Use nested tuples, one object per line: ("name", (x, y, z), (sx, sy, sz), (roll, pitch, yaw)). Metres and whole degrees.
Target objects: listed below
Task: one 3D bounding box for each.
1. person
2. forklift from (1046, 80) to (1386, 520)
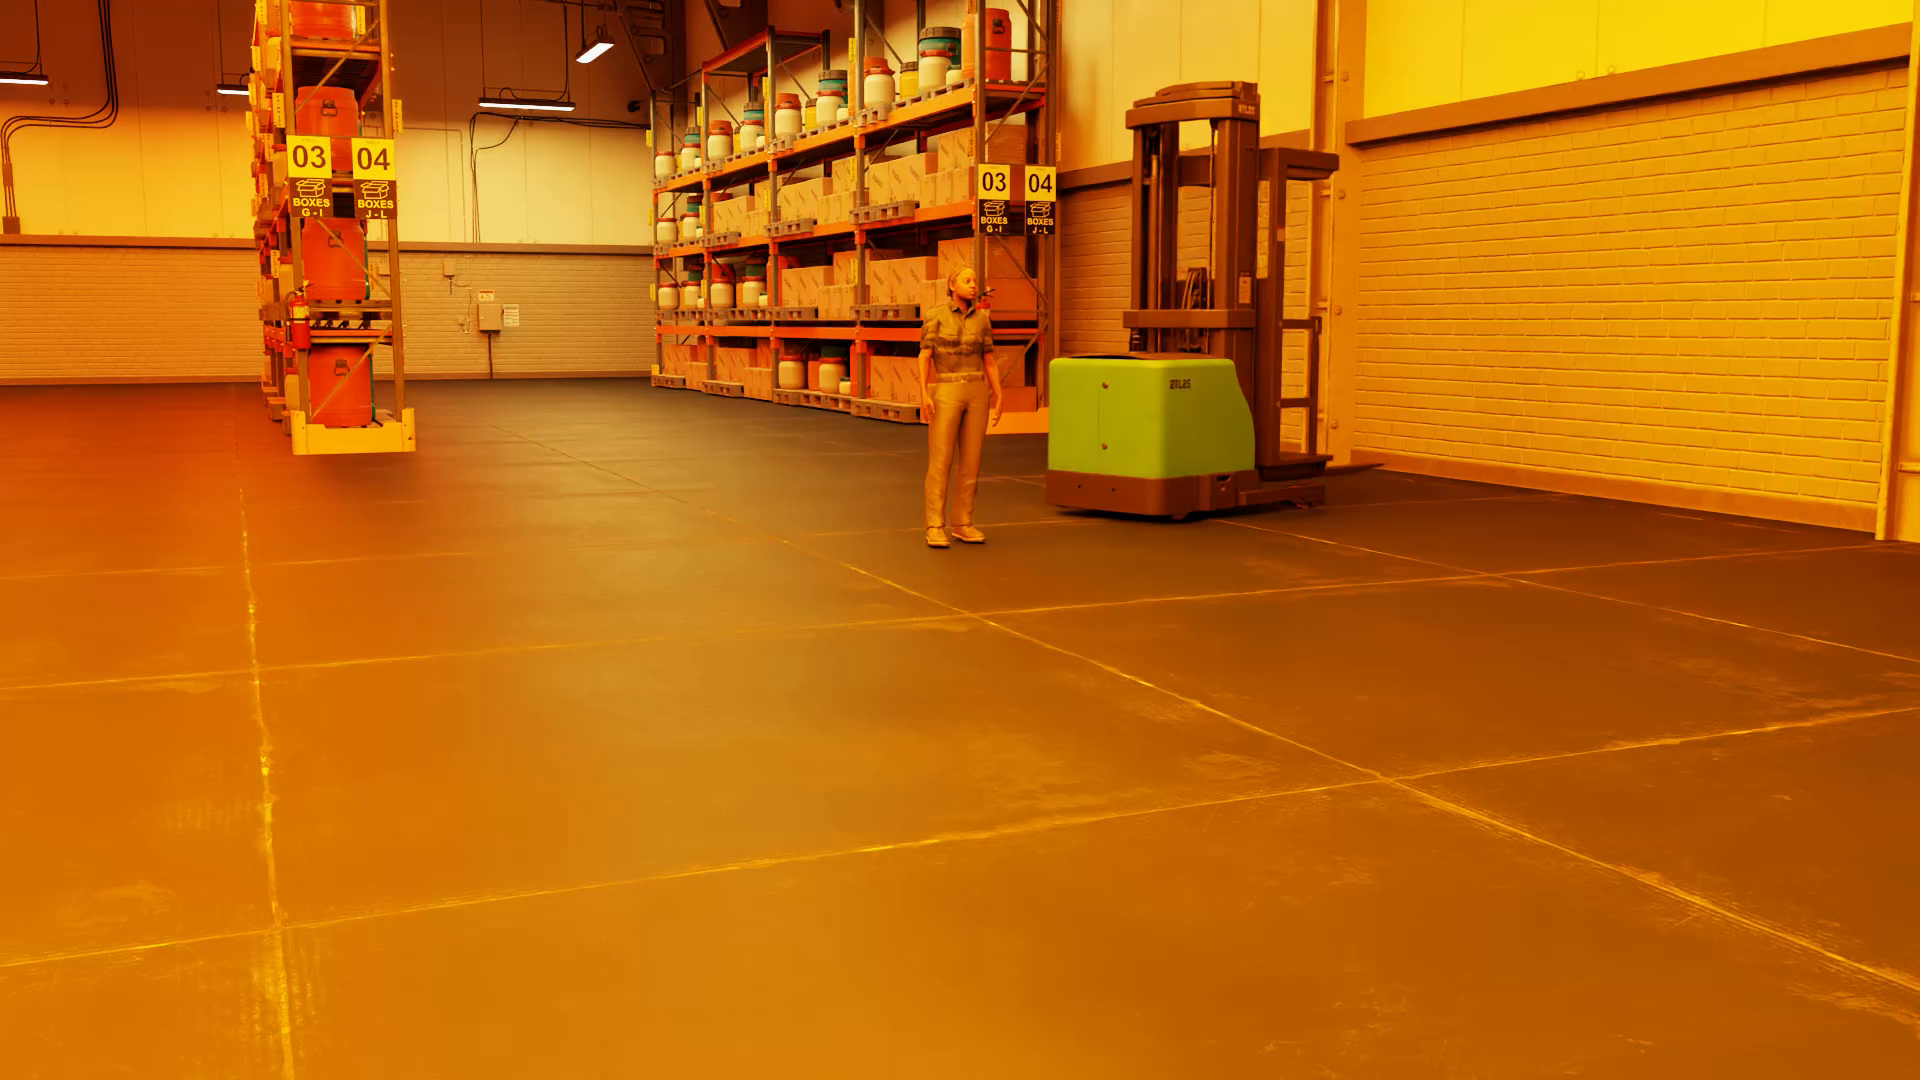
("person", (0.017, -0.816, 9.957), (0.569, 1.656, 0.503), (-3, 8, -23))
("forklift", (2.004, -1.722, 12.001), (3.031, 2.935, 1.130), (-7, 10, -44))
